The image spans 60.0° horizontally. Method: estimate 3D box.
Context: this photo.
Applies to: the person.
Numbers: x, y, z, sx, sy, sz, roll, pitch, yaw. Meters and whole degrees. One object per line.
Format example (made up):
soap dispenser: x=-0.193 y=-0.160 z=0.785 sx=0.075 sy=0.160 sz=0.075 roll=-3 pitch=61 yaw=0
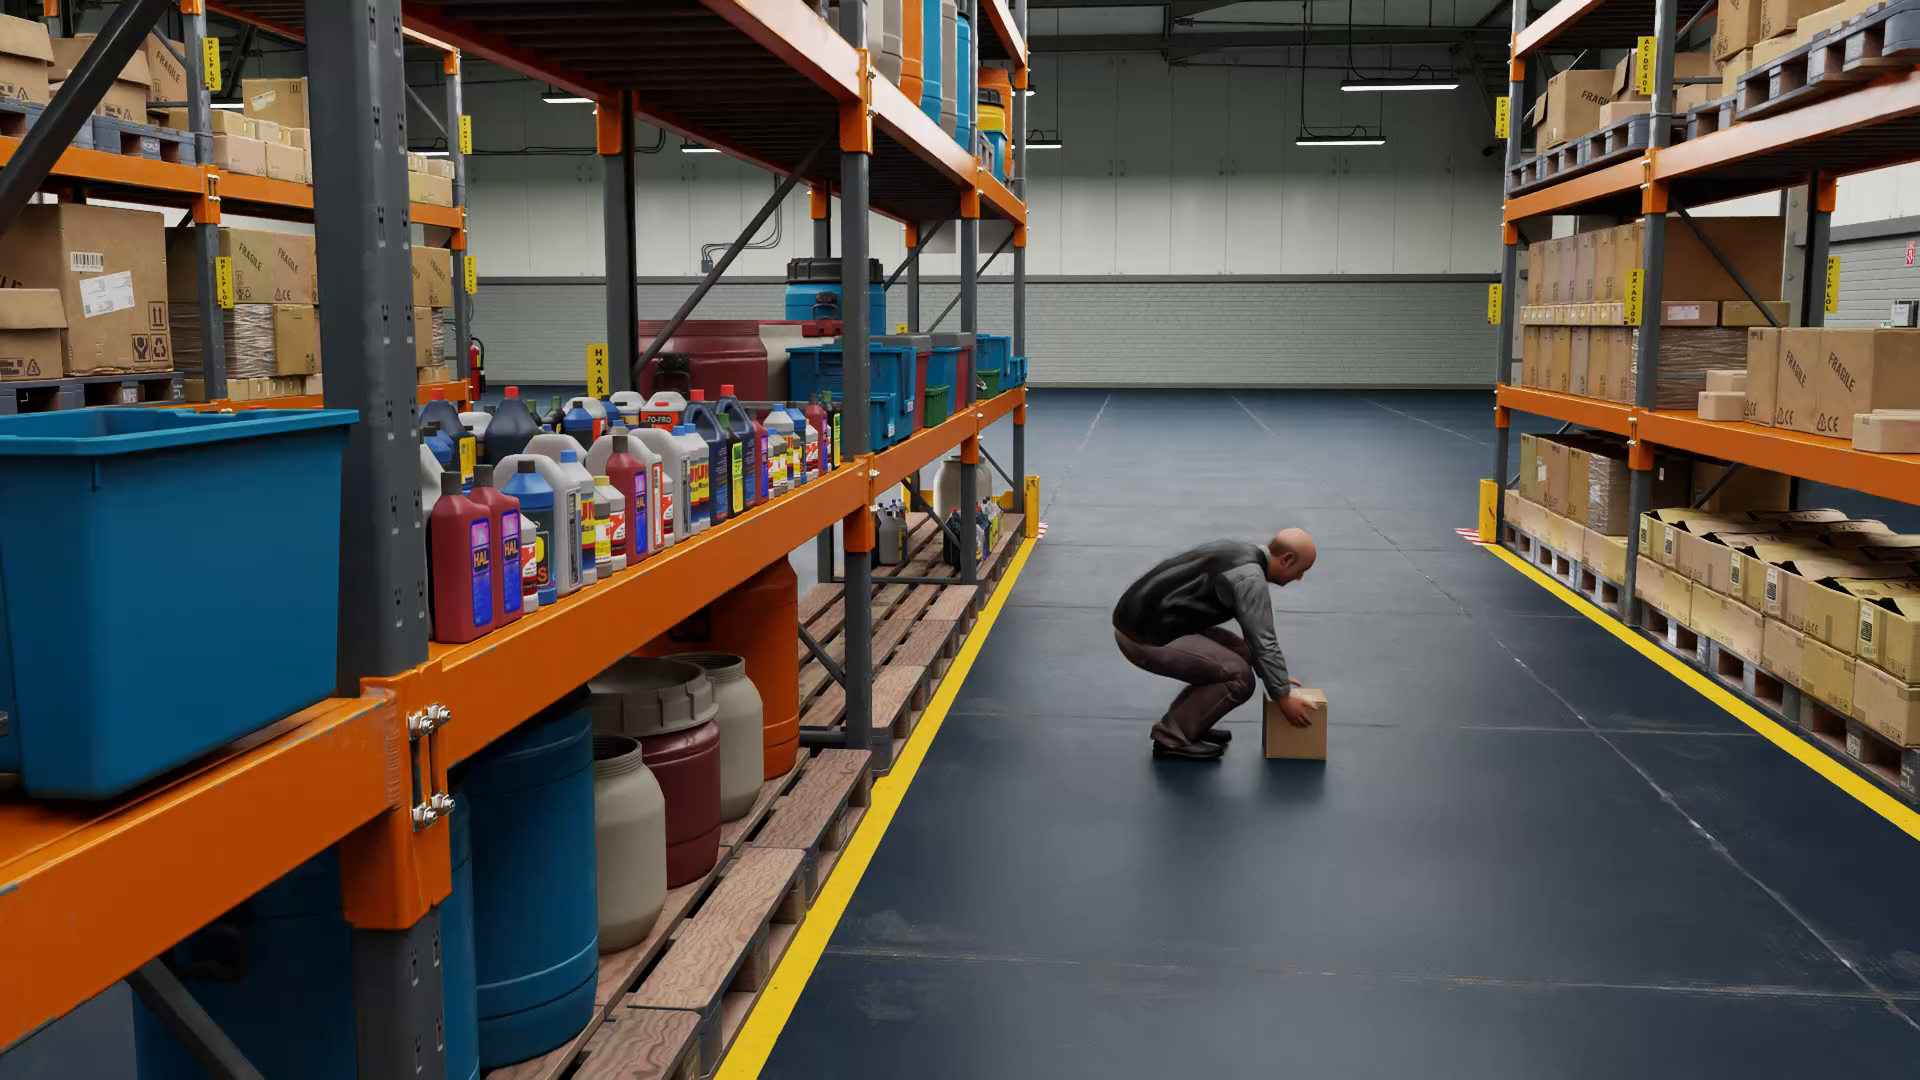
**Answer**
person: x=1.084 y=0.427 z=7.128 sx=0.859 sy=0.963 sz=0.547 roll=1 pitch=8 yaw=6
